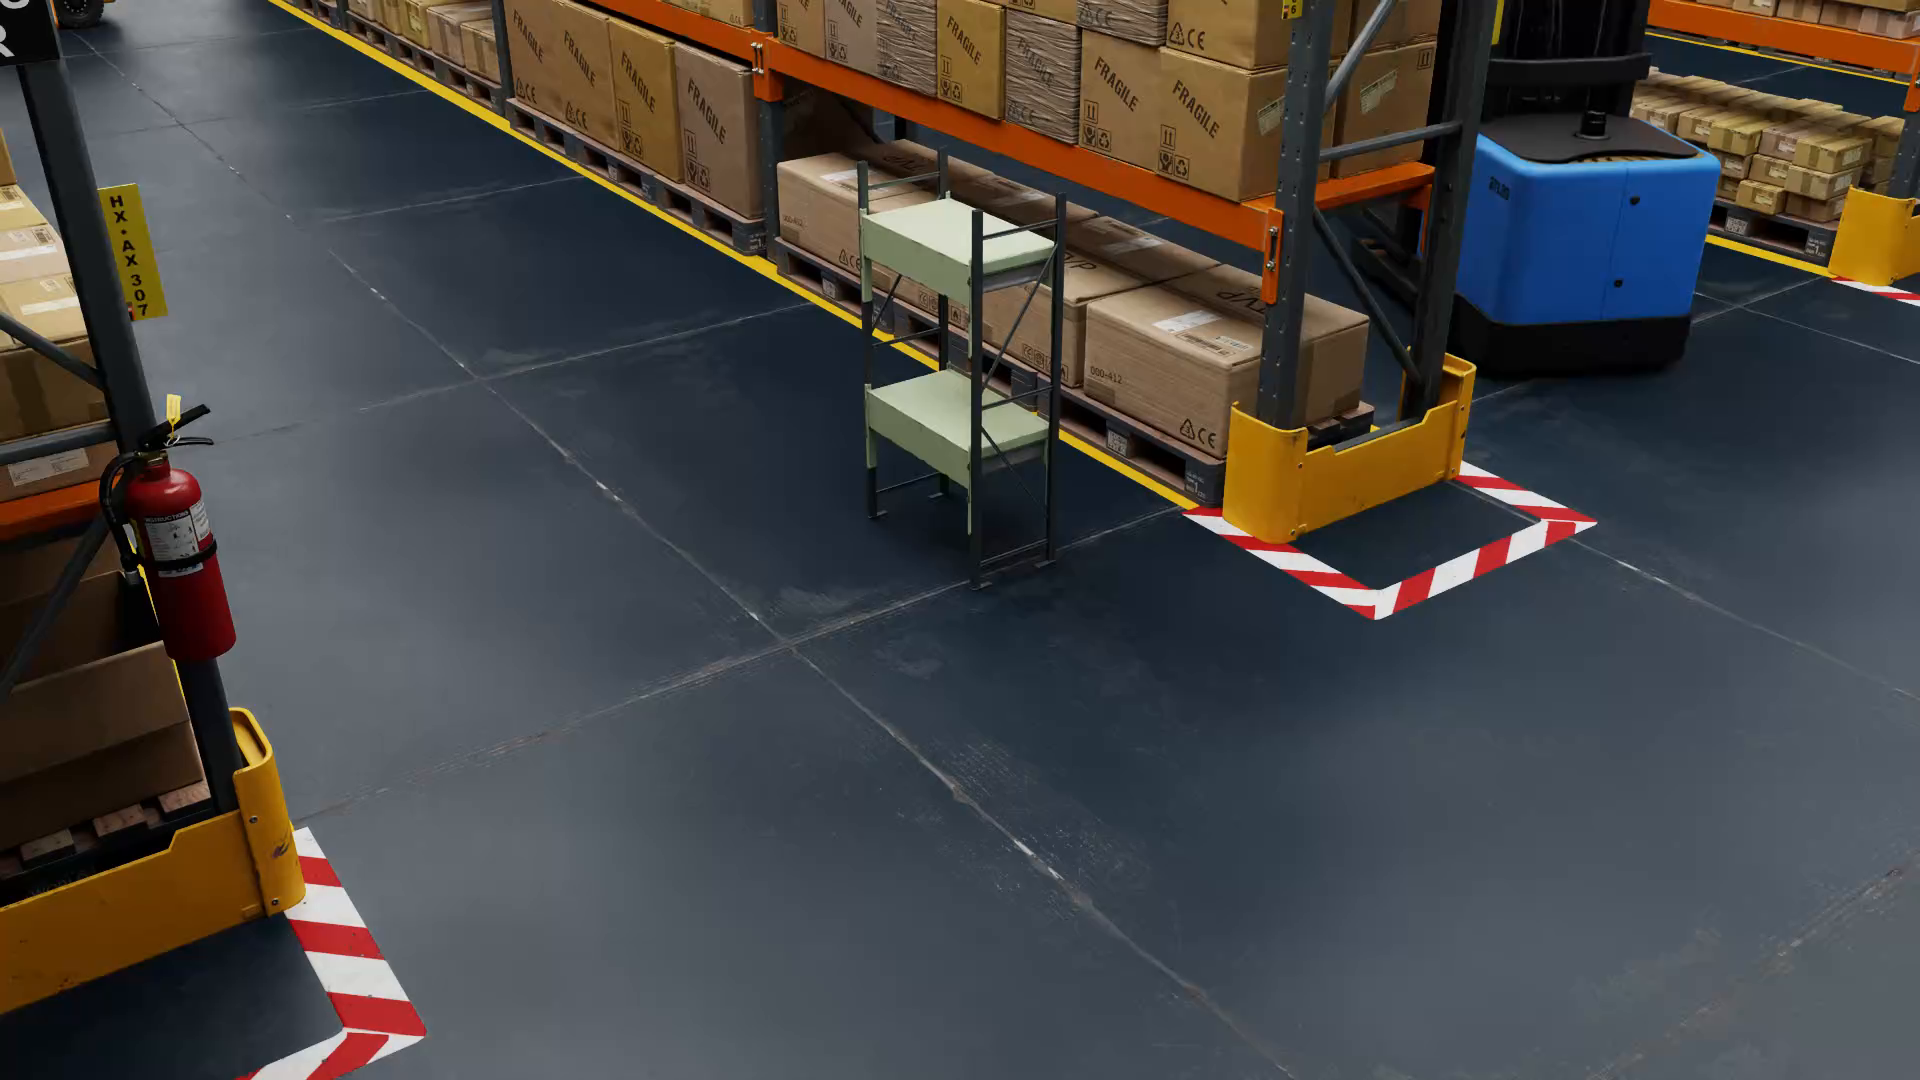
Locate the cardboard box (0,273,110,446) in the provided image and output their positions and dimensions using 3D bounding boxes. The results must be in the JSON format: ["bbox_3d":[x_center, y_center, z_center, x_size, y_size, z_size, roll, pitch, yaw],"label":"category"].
[{"bbox_3d":[-2.457,-0.465,4.308,0.500,0.250,0.500,-19,34,-30],"label":"cardboard box"}]

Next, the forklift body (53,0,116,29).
[{"bbox_3d":[-9.108,-5.764,15.109,2.313,2.155,1.214,-19,34,-31],"label":"forklift body"}]

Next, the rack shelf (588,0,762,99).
[{"bbox_3d":[-1.852,-3.541,10.881,1.077,0.370,4.000,-19,34,-31],"label":"rack shelf"}]

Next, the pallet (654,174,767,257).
[{"bbox_3d":[-1.201,-2.133,10.457,1.003,0.211,1.213,-19,34,-31],"label":"pallet"}]

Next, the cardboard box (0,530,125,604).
[{"bbox_3d":[-3.155,0.158,5.495,0.700,0.500,0.500,-17,33,-29],"label":"cardboard box"}]

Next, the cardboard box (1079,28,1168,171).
[{"bbox_3d":[0.854,-1.882,6.967,0.500,0.500,0.500,-20,34,-32],"label":"cardboard box"}]

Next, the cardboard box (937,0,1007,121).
[{"bbox_3d":[0.237,-2.276,7.694,0.500,0.500,0.500,-18,33,-29],"label":"cardboard box"}]

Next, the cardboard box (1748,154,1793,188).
[{"bbox_3d":[4.955,-2.239,9.966,0.380,0.149,0.250,-20,34,-32],"label":"cardboard box"}]

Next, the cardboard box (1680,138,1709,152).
[{"bbox_3d":[4.688,-2.457,10.367,0.380,0.149,0.250,-19,34,-31],"label":"cardboard box"}]

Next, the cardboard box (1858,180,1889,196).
[{"bbox_3d":[5.558,-2.158,10.128,0.380,0.149,0.250,-18,33,-30],"label":"cardboard box"}]

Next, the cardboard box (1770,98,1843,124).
[{"bbox_3d":[5.275,-2.632,10.378,0.380,0.149,0.250,-19,34,-31],"label":"cardboard box"}]

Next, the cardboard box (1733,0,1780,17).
[{"bbox_3d":[4.744,-3.165,9.698,0.380,0.149,0.250,-18,33,-29],"label":"cardboard box"}]

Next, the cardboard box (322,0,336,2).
[{"bbox_3d":[-5.895,-5.321,15.846,0.500,0.250,0.500,-17,33,-28],"label":"cardboard box"}]

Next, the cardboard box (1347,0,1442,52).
[{"bbox_3d":[1.582,-2.273,6.640,0.500,0.500,0.500,-20,34,-32],"label":"cardboard box"}]

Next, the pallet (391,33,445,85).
[{"bbox_3d":[-4.168,-4.187,14.239,1.003,0.211,1.213,-19,34,-31],"label":"pallet"}]

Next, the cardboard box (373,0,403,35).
[{"bbox_3d":[-4.607,-4.738,14.644,0.950,0.372,0.625,-17,33,-28],"label":"cardboard box"}]

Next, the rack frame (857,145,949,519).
[{"bbox_3d":[-0.216,-0.804,6.659,0.400,1.500,0.023,-19,34,-31],"label":"rack frame"}]

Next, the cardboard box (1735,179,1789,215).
[{"bbox_3d":[4.895,-2.085,9.993,0.380,0.149,0.250,-18,33,-29],"label":"cardboard box"}]

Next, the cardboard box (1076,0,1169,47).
[{"bbox_3d":[0.827,-2.324,6.734,0.500,0.500,0.500,-19,34,-30],"label":"cardboard box"}]

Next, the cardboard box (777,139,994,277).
[{"bbox_3d":[-0.415,-1.864,9.284,0.875,0.438,0.875,-19,34,-31],"label":"cardboard box"}]

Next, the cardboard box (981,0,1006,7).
[{"bbox_3d":[0.253,-2.713,7.451,0.500,0.500,0.500,-19,34,-31],"label":"cardboard box"}]

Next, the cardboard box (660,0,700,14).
[{"bbox_3d":[-1.452,-3.316,9.871,0.500,0.250,0.500,-19,34,-31],"label":"cardboard box"}]

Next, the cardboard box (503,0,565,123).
[{"bbox_3d":[-2.679,-3.594,12.011,0.875,0.875,0.875,-19,34,-31],"label":"cardboard box"}]

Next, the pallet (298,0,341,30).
[{"bbox_3d":[-5.751,-5.215,16.132,1.003,0.211,1.213,-19,34,-31],"label":"pallet"}]

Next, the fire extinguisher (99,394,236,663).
[{"bbox_3d":[-1.951,-0.022,4.119,0.296,0.674,0.183,-19,34,-31],"label":"fire extinguisher"}]

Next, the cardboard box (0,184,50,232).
[{"bbox_3d":[-3.046,-0.857,5.030,0.500,0.250,0.500,-19,34,-32],"label":"cardboard box"}]

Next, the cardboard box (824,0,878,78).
[{"bbox_3d":[-0.345,-2.672,8.422,0.500,0.500,0.500,-19,34,-30],"label":"cardboard box"}]

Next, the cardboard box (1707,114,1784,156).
[{"bbox_3d":[4.735,-2.442,10.027,0.380,0.149,0.250,-20,34,-32],"label":"cardboard box"}]

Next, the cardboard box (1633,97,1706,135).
[{"bbox_3d":[4.436,-2.649,10.409,0.380,0.149,0.250,-17,33,-29],"label":"cardboard box"}]

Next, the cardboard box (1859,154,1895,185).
[{"bbox_3d":[5.507,-2.271,10.025,0.380,0.149,0.250,-17,33,-29],"label":"cardboard box"}]

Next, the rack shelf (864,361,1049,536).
[{"bbox_3d":[-0.004,-0.375,6.552,0.431,0.370,0.720,-19,34,-31],"label":"rack shelf"}]

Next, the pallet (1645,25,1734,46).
[{"bbox_3d":[6.871,-4.877,15.508,1.003,0.211,1.213,-19,34,-31],"label":"pallet"}]

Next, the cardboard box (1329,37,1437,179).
[{"bbox_3d":[1.583,-1.834,6.880,0.500,0.500,0.500,-19,34,-31],"label":"cardboard box"}]

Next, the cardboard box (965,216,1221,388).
[{"bbox_3d":[0.626,-1.165,7.997,0.875,0.438,0.875,-18,33,-29],"label":"cardboard box"}]

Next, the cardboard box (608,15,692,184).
[{"bbox_3d":[-1.647,-2.898,10.730,0.875,0.875,0.875,-18,33,-29],"label":"cardboard box"}]

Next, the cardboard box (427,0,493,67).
[{"bbox_3d":[-3.767,-4.171,13.601,0.950,0.372,0.625,-19,34,-32],"label":"cardboard box"}]

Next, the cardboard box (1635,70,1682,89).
[{"bbox_3d":[4.571,-3.002,11.059,0.380,0.149,0.250,-19,34,-31],"label":"cardboard box"}]

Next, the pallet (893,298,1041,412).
[{"bbox_3d":[0.397,-1.062,8.484,1.003,0.211,1.213,-19,34,-31],"label":"pallet"}]

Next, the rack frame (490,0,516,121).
[{"bbox_3d":[-3.012,-4.634,12.141,1.000,3.000,0.127,-19,34,-31],"label":"rack frame"}]

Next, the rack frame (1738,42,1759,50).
[{"bbox_3d":[7.380,-5.823,14.329,1.000,3.000,0.127,-19,34,-31],"label":"rack frame"}]

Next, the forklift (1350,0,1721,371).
[{"bbox_3d":[2.887,-2.792,8.819,1.130,2.935,3.031,-4,29,-7],"label":"forklift"}]

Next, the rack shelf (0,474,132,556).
[{"bbox_3d":[-3.573,-0.610,5.484,1.077,0.370,4.000,-19,34,-31],"label":"rack shelf"}]

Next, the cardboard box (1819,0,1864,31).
[{"bbox_3d":[5.069,-2.979,9.356,0.380,0.149,0.250,-19,34,-31],"label":"cardboard box"}]

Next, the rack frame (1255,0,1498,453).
[{"bbox_3d":[1.628,-1.524,6.414,1.000,3.000,0.127,-19,34,-31],"label":"rack frame"}]

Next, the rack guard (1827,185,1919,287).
[{"bbox_3d":[5.557,-1.865,9.660,1.175,0.500,0.348,-19,34,-31],"label":"rack guard"}]

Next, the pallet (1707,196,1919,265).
[{"bbox_3d":[5.115,-2.064,10.329,1.003,0.211,1.213,-19,34,-31],"label":"pallet"}]

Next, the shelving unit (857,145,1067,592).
[{"bbox_3d":[-0.004,-0.662,6.397,0.431,1.500,0.755,-19,34,-31],"label":"shelving unit"}]

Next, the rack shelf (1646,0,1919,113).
[{"bbox_3d":[4.441,-3.395,10.613,1.077,0.370,4.000,-19,34,-31],"label":"rack shelf"}]

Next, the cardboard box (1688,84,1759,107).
[{"bbox_3d":[4.910,-2.816,10.716,0.380,0.149,0.250,-17,33,-29],"label":"cardboard box"}]

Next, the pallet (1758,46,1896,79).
[{"bbox_3d":[7.758,-4.280,14.410,1.003,0.211,1.213,-19,34,-31],"label":"pallet"}]

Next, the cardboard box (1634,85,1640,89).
[{"bbox_3d":[4.198,-2.876,10.827,0.380,0.149,0.250,-19,34,-30],"label":"cardboard box"}]

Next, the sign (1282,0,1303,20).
[{"bbox_3d":[1.178,-1.993,5.814,0.100,0.325,0.005,-19,34,-31],"label":"sign"}]

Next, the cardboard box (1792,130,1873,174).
[{"bbox_3d":[5.088,-2.263,9.697,0.380,0.149,0.250,-18,33,-30],"label":"cardboard box"}]

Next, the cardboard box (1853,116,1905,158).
[{"bbox_3d":[5.574,-2.425,9.996,0.380,0.149,0.250,-21,35,-33],"label":"cardboard box"}]

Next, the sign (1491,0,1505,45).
[{"bbox_3d":[2.084,-2.091,6.467,0.100,0.325,0.005,-19,34,-31],"label":"sign"}]

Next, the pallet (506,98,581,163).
[{"bbox_3d":[-2.617,-3.082,12.203,1.003,0.211,1.213,-19,34,-31],"label":"pallet"}]
